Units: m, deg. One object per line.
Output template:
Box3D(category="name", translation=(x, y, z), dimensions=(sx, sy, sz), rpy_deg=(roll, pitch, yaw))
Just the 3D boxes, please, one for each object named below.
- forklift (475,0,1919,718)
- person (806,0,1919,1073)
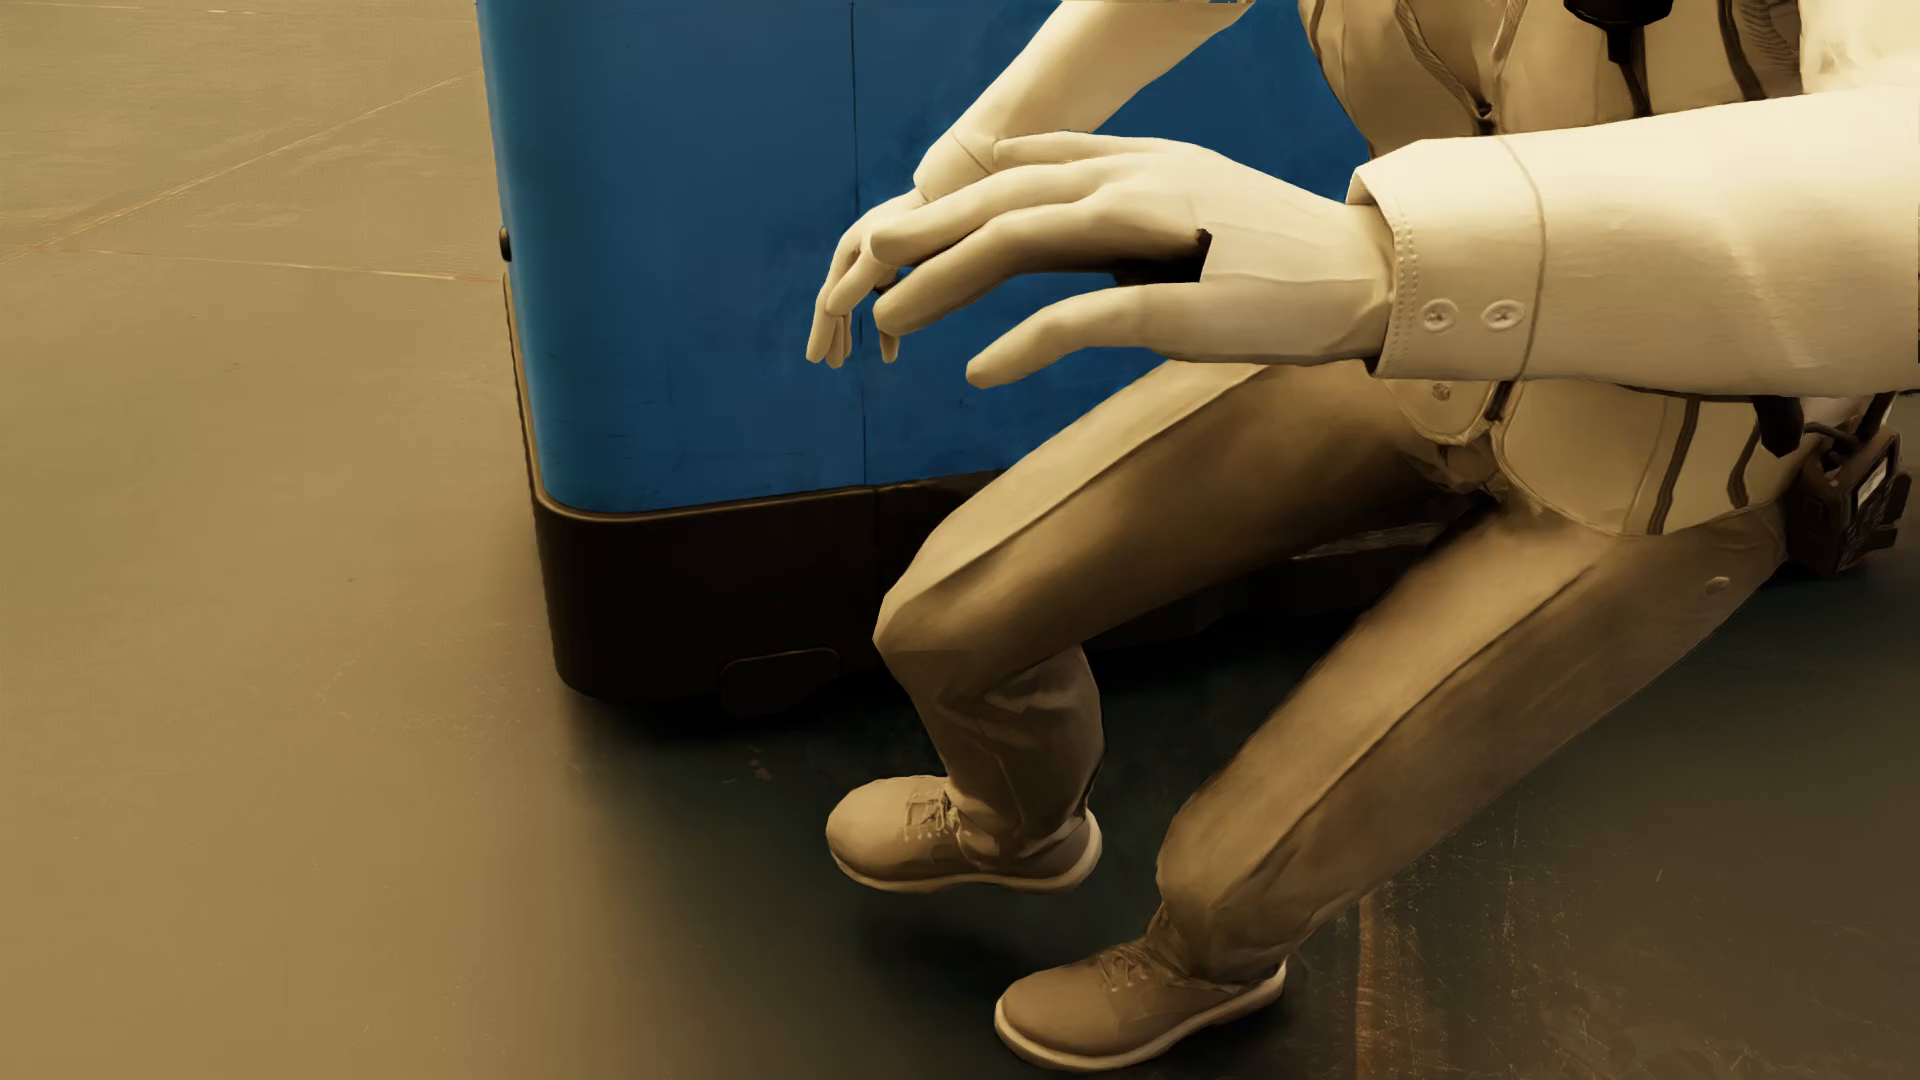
Box3D(category="forklift", translation=(0.847, -1.458, 2.135), dimensions=(3.031, 2.935, 1.130), rpy_deg=(-7, 28, -14))
Box3D(category="person", translation=(0.146, -0.051, 1.038), dimensions=(0.857, 1.430, 0.991), rpy_deg=(-22, 34, -36))
